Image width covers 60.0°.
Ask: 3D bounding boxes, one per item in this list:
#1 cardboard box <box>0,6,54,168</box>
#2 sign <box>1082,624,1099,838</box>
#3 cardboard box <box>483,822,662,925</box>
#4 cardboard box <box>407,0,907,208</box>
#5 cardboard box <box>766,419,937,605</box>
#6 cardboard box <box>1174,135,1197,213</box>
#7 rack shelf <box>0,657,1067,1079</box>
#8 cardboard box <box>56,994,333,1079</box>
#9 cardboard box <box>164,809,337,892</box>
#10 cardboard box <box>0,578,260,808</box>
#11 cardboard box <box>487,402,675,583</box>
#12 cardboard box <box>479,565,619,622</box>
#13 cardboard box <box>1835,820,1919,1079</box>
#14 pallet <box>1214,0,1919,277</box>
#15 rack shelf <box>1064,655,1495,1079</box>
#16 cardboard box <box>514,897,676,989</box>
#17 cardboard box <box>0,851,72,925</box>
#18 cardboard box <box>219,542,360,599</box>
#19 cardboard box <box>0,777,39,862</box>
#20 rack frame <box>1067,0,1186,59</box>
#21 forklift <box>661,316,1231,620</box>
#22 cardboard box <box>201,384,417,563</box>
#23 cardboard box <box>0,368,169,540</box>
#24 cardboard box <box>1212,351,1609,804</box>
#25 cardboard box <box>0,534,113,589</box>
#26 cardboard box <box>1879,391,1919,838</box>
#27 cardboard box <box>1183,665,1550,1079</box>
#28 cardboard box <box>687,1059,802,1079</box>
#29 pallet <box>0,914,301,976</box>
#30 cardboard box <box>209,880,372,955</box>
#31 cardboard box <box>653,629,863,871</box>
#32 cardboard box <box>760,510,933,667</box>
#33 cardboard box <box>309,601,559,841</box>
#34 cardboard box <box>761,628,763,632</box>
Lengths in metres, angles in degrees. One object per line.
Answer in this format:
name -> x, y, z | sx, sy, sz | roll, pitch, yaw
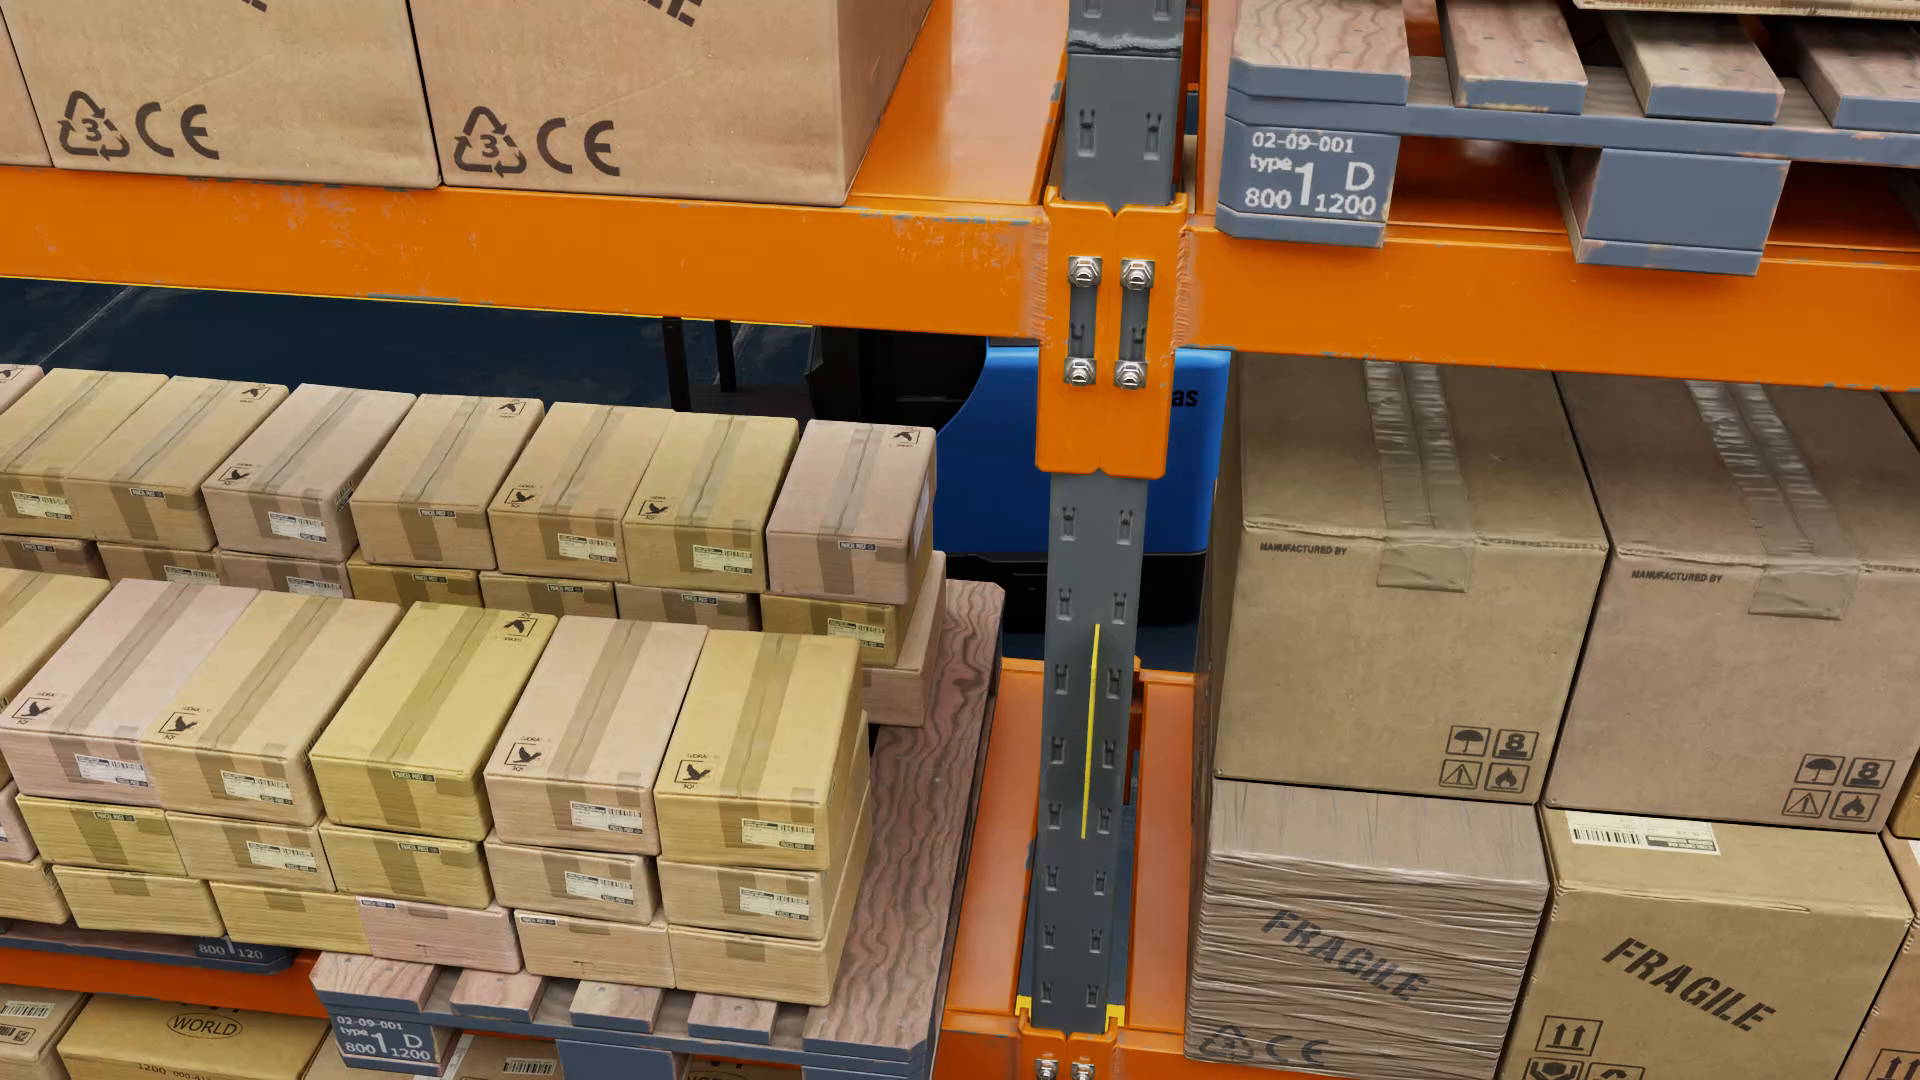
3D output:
cardboard box -> -1.347, -0.827, 2.159 | 0.500, 0.500, 0.500 | 4, 36, 6
sign -> 0.185, 0.273, 2.356 | 0.005, 0.325, 0.100 | 4, 36, 6
cardboard box -> -0.568, 0.416, 2.683 | 0.250, 0.149, 0.380 | 6, 36, 8
cardboard box -> -0.354, -0.758, 2.062 | 0.500, 0.500, 0.500 | 4, 36, 6
cardboard box -> -0.194, -0.058, 3.092 | 0.250, 0.149, 0.380 | 4, 36, 6
cardboard box -> 1.334, -1.514, 7.690 | 0.625, 0.372, 0.950 | 2, 36, 3
rack shelf -> -1.739, 0.544, 3.525 | 4.000, 0.370, 1.077 | 4, 36, 6
cardboard box -> -1.472, 0.963, 3.463 | 0.500, 0.250, 0.500 | 5, 36, 7
cardboard box -> -1.078, 0.380, 2.735 | 0.250, 0.149, 0.380 | 4, 36, 6
cardboard box -> -1.312, 0.238, 2.677 | 0.250, 0.149, 0.380 | 4, 36, 6
cardboard box -> -0.699, -0.097, 3.146 | 0.250, 0.149, 0.380 | 4, 36, 6
cardboard box -> -0.744, 0.021, 3.237 | 0.250, 0.149, 0.380 | 3, 36, 4
cardboard box -> 1.660, 0.621, 2.712 | 0.500, 0.500, 0.500 | 4, 36, 6
pallet -> 0.890, -0.728, 2.268 | 1.003, 0.211, 1.213 | 6, 36, 8
rack shelf -> 2.228, 0.840, 3.110 | 4.000, 0.370, 1.077 | 4, 36, 6
cardboard box -> -0.549, 0.539, 2.767 | 0.250, 0.149, 0.380 | 4, 36, 6
cardboard box -> -1.575, 0.461, 2.877 | 0.250, 0.149, 0.380 | 5, 36, 7
cardboard box -> -1.241, -0.016, 3.289 | 0.250, 0.149, 0.380 | 4, 36, 6
cardboard box -> -1.583, 0.341, 2.789 | 0.250, 0.149, 0.380 | 5, 36, 7
rack frame -> 0.245, -2.043, 1.366 | 0.127, 3.000, 1.000 | 4, 36, 6
forklift -> -0.630, -1.193, 5.398 | 3.031, 2.935, 1.130 | 0, 36, 0
cardboard box -> -1.230, -0.135, 3.200 | 0.250, 0.149, 0.380 | 6, 36, 8
cardboard box -> -1.740, -0.174, 3.255 | 0.250, 0.149, 0.380 | 4, 36, 5
cardboard box -> 0.689, -0.010, 2.734 | 0.500, 0.500, 0.700 | 4, 36, 6
cardboard box -> -1.755, -0.054, 3.343 | 0.250, 0.149, 0.380 | 6, 36, 8
cardboard box -> 1.699, 0.064, 2.632 | 0.500, 0.500, 0.700 | 4, 36, 5
cardboard box -> 0.655, 0.547, 2.815 | 0.500, 0.500, 0.500 | 5, 36, 6
cardboard box -> -0.467, 1.041, 3.354 | 0.500, 0.250, 0.500 | 3, 36, 5
pallet -> -1.724, 0.354, 3.336 | 1.213, 0.211, 1.003 | 4, 36, 6
cardboard box -> -1.051, 0.500, 2.822 | 0.250, 0.149, 0.380 | 4, 36, 5
cardboard box -> -0.300, 0.316, 2.567 | 0.250, 0.149, 0.380 | 3, 36, 4
cardboard box -> -0.209, 0.058, 3.185 | 0.250, 0.149, 0.380 | 6, 36, 8
cardboard box -> -0.809, 0.277, 2.622 | 0.250, 0.149, 0.380 | 5, 36, 7
cardboard box -> -0.440, 0.161, 3.297 | 0.250, 0.149, 0.380 | 6, 36, 8
